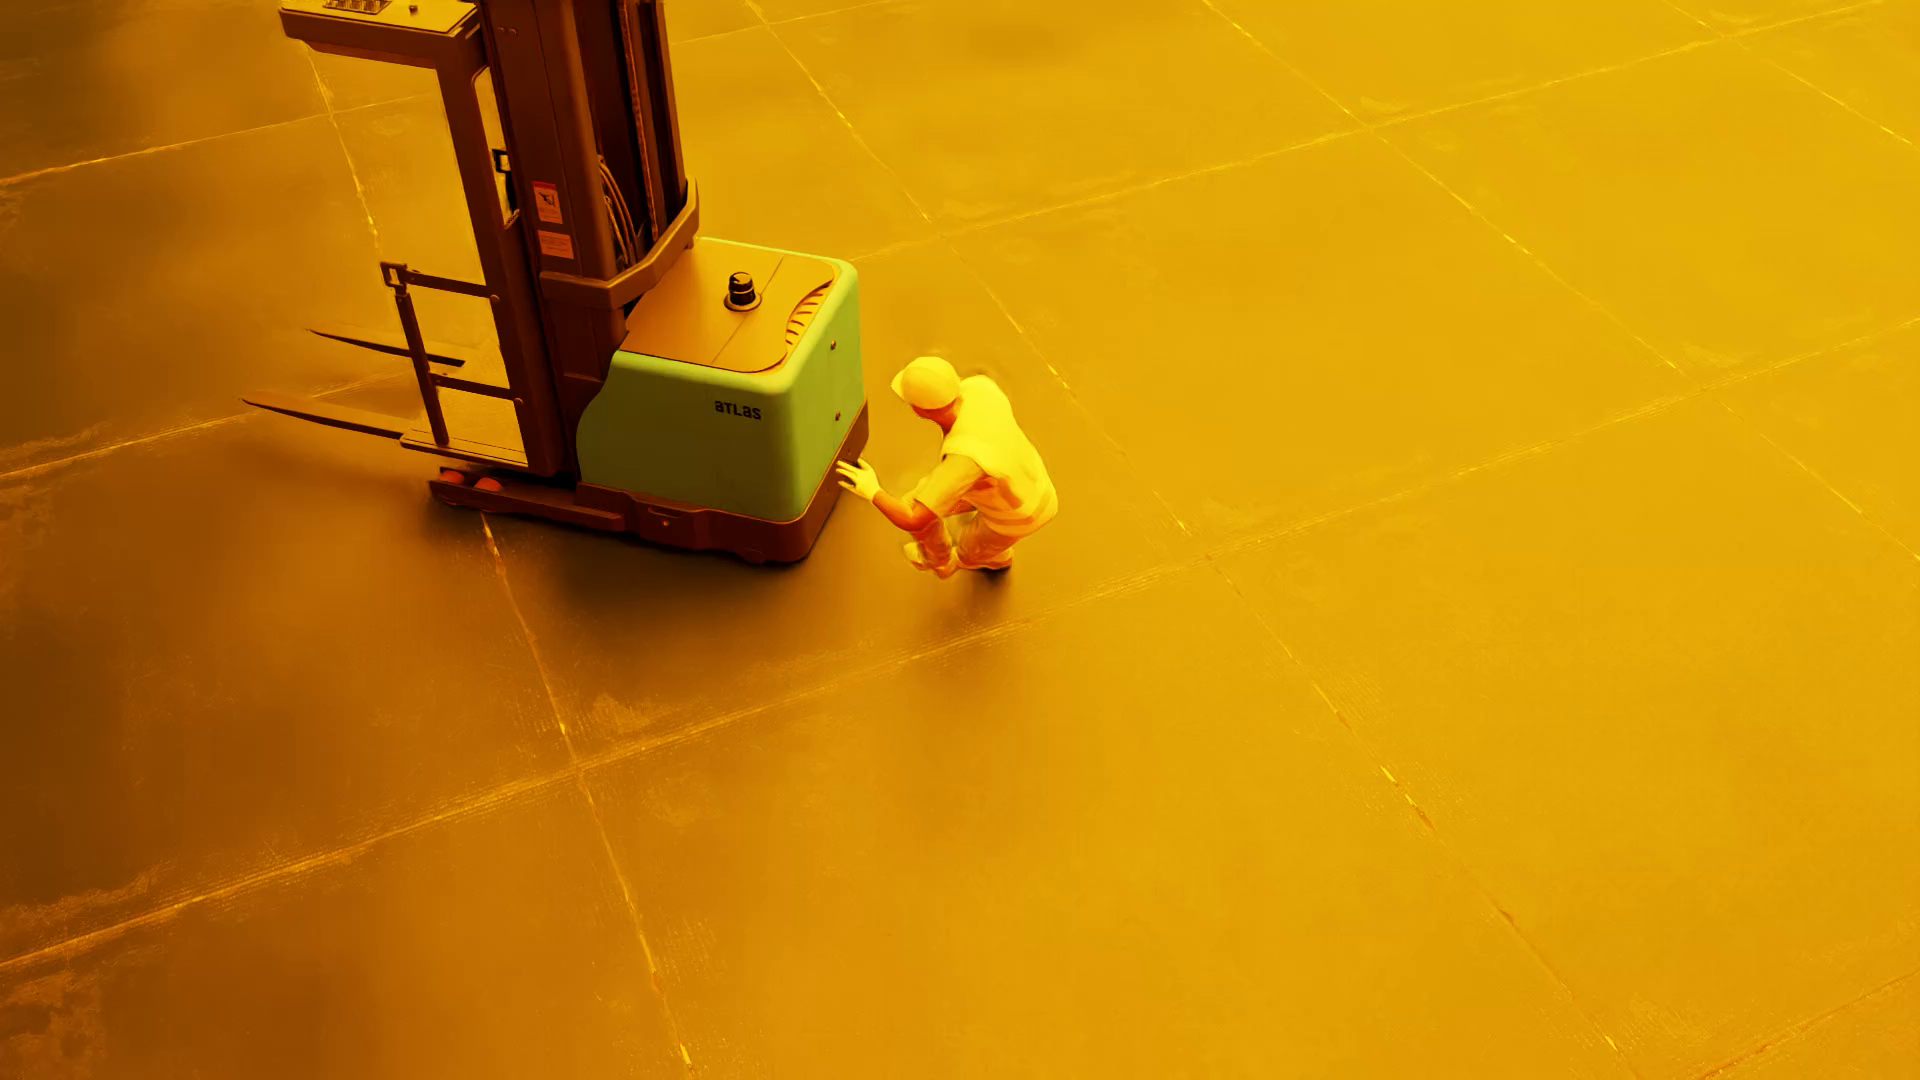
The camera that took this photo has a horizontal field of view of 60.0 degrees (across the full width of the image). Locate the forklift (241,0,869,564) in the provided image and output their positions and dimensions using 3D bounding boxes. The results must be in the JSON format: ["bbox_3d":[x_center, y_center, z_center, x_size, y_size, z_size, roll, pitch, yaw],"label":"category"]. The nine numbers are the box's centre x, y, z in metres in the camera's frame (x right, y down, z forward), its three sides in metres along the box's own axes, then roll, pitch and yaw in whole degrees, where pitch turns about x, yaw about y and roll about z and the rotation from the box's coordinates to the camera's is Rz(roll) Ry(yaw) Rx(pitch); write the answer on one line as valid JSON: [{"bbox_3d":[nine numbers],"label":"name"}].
[{"bbox_3d":[-2.028,-1.536,7.326,3.031,2.935,1.130,11,44,12],"label":"forklift"}]

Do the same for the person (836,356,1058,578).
[{"bbox_3d":[-0.075,-0.222,6.951,0.914,1.535,1.023,-8,44,-9],"label":"person"}]
